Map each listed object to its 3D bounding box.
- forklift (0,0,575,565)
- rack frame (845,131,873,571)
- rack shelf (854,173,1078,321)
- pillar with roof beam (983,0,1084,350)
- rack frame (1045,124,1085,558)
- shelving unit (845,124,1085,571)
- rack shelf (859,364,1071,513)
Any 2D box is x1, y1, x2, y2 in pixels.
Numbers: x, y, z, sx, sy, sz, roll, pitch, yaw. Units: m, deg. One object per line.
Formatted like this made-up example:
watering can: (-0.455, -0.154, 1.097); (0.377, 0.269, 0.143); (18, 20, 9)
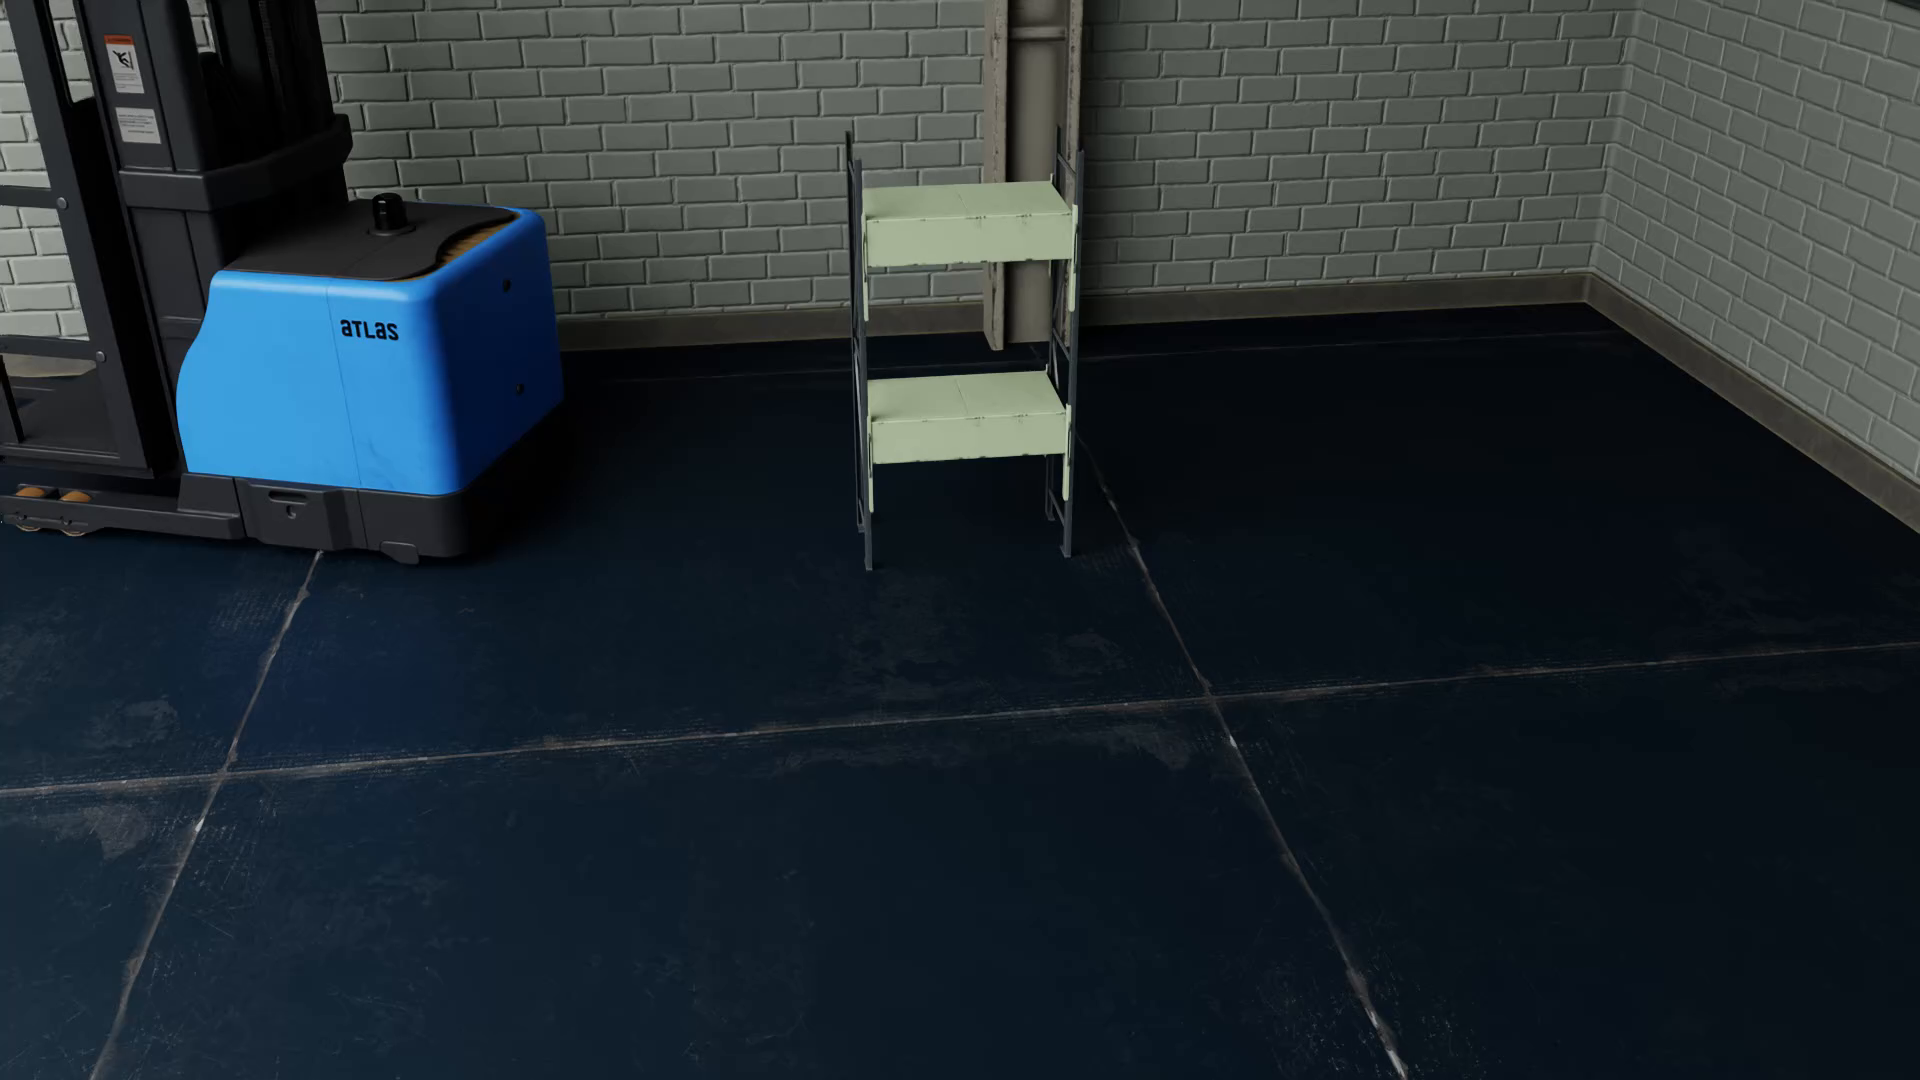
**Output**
forklift: (-3.145, -1.545, 6.051); (3.031, 2.935, 1.130); (5, 28, 11)
rack frame: (-0.356, -0.644, 5.863); (0.023, 1.500, 0.400); (-4, 27, -7)
rack shelf: (0.007, -1.015, 5.730); (0.720, 0.370, 0.431); (-4, 27, -7)
pillar with roof beam: (0.931, -3.056, 2.349); (0.400, 9.000, 9.100); (-4, 27, -7)
rack frame: (0.369, -0.691, 5.954); (0.023, 1.500, 0.400); (-4, 27, -7)
shelving unit: (0.007, -0.668, 5.908); (0.755, 1.500, 0.431); (-4, 27, -7)
rack shelf: (0.007, -0.378, 6.057); (0.720, 0.370, 0.431); (-4, 27, -7)
